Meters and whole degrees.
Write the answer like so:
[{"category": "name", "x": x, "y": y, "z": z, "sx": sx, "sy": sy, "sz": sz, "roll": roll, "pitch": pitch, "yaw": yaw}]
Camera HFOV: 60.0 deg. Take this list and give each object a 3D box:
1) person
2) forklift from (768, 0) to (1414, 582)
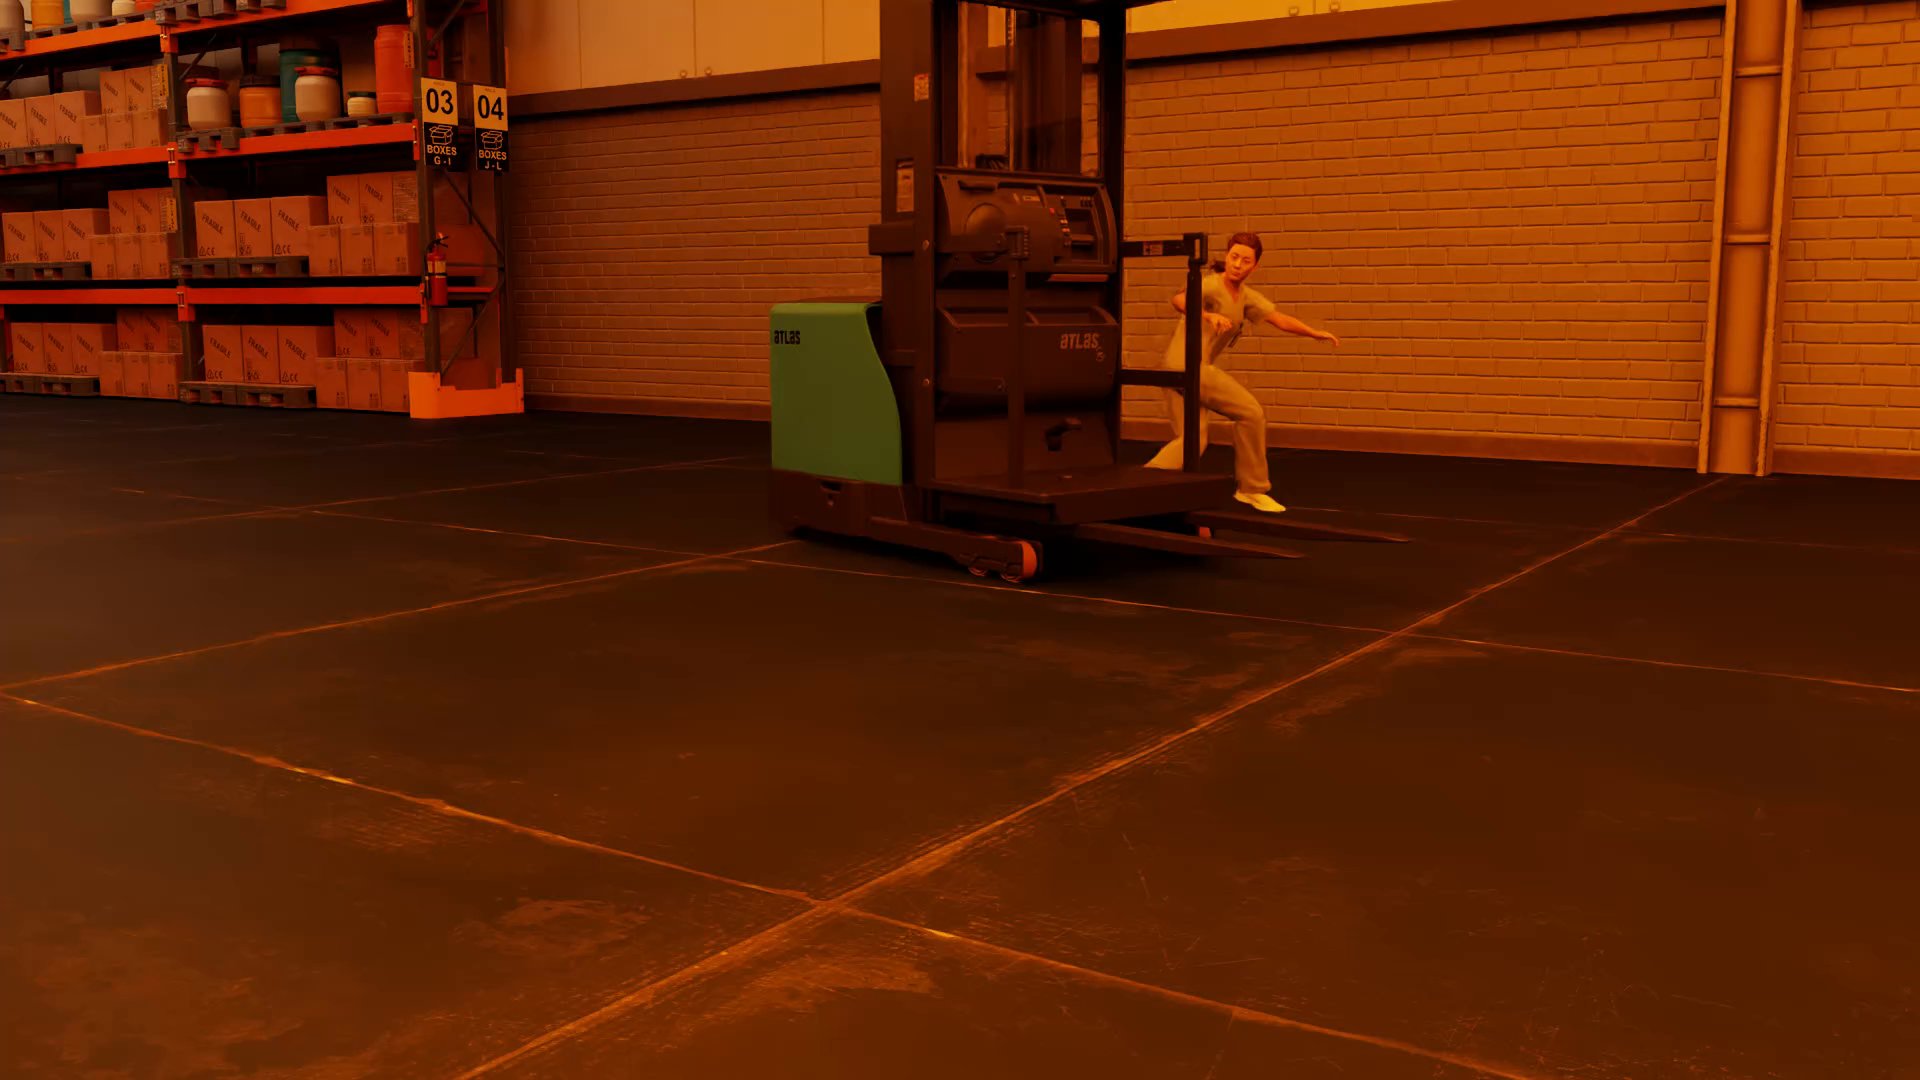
[{"category": "person", "x": 1.385, "y": -0.826, "z": 8.431, "sx": 1.040, "sy": 1.462, "sz": 0.827, "roll": 1, "pitch": 8, "yaw": 10}, {"category": "forklift", "x": 0.429, "y": -1.365, "z": 6.793, "sx": 1.130, "sy": 2.935, "sz": 3.031, "roll": -7, "pitch": 10, "yaw": -39}]
